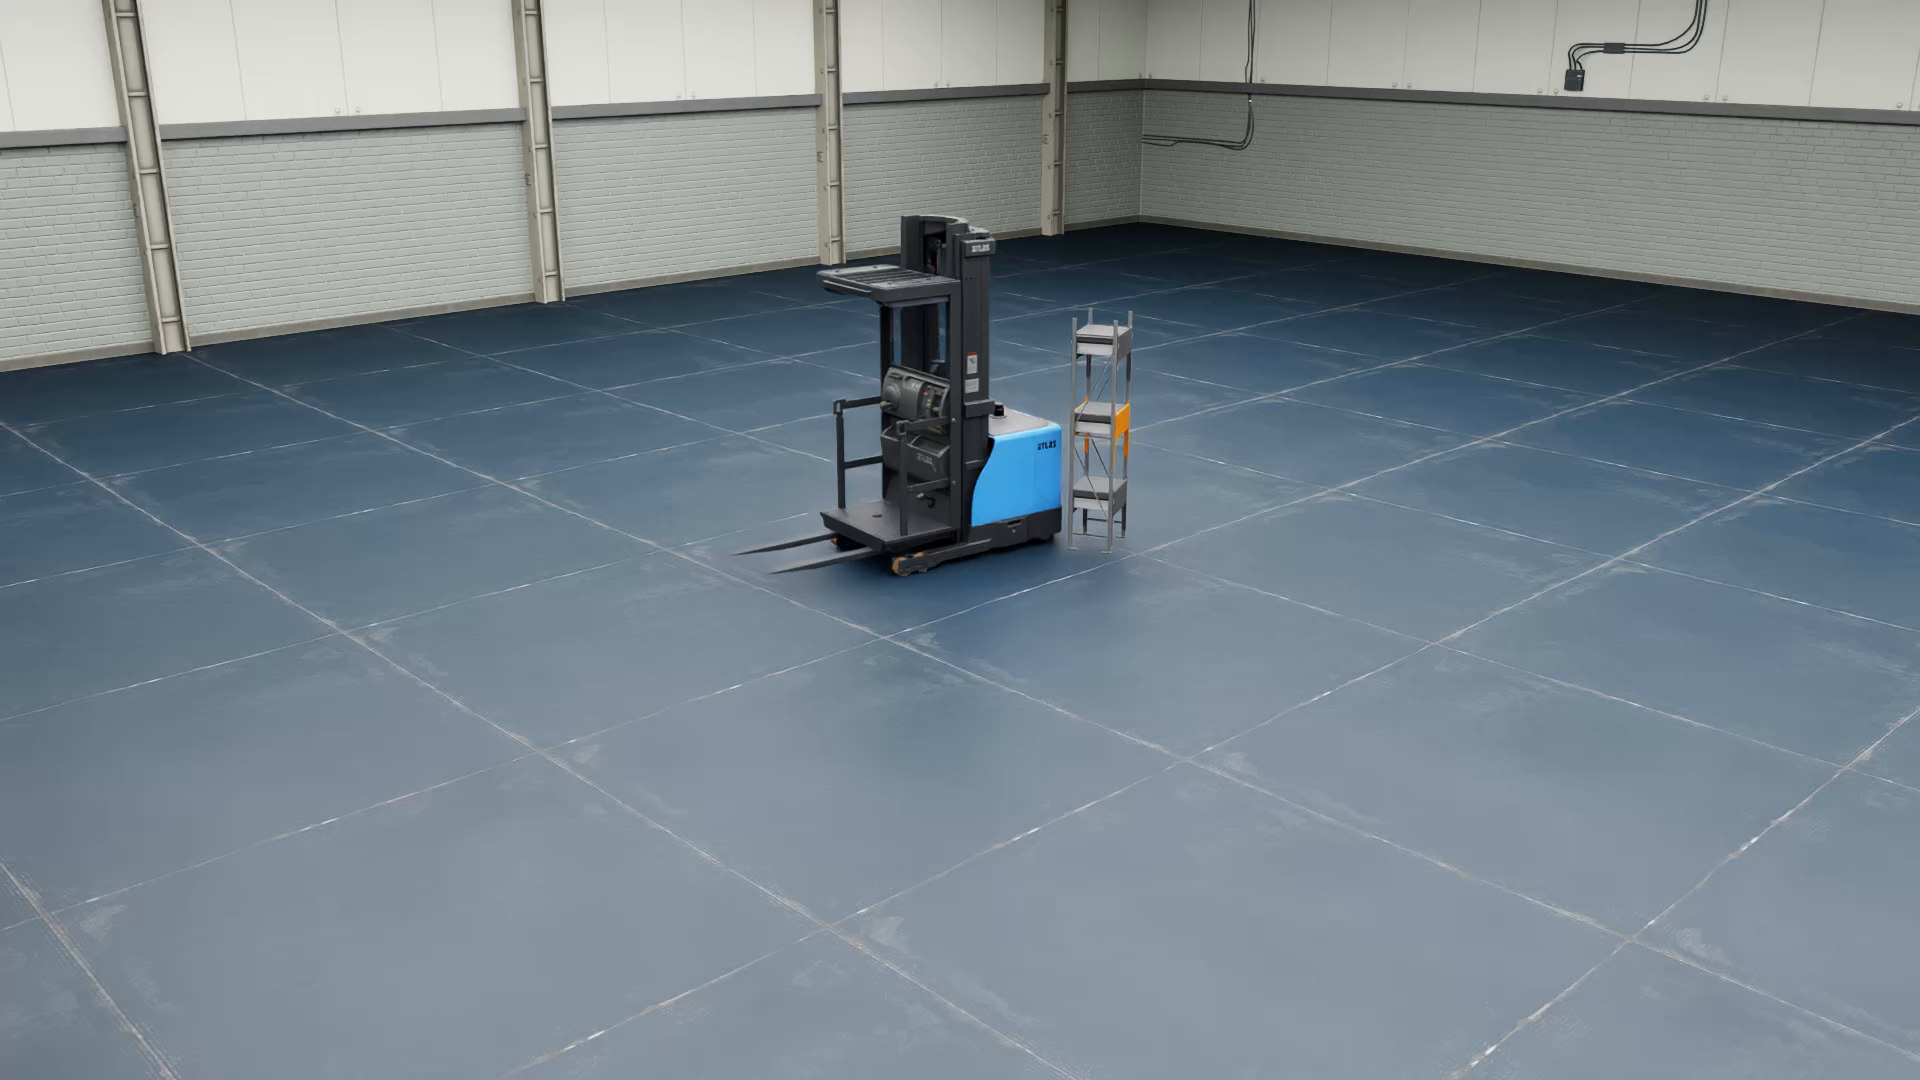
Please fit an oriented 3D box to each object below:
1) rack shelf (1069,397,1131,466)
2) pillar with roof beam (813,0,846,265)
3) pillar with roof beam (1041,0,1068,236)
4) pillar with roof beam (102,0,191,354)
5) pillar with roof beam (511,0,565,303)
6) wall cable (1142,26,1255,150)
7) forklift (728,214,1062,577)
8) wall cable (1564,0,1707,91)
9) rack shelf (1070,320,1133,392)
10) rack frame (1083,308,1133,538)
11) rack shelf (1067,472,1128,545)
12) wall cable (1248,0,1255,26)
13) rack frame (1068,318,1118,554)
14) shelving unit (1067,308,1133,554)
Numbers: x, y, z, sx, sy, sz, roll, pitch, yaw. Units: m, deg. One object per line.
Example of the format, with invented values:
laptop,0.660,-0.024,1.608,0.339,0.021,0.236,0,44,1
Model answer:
rack shelf,1.247,-0.955,14.836,0.431,0.518,0.480,7,19,19
pillar with roof beam,0.560,-8.530,26.969,0.400,9.000,9.100,-16,24,-41
pillar with roof beam,4.919,-9.802,30.890,0.400,9.000,9.100,-16,24,-41
pillar with roof beam,-8.160,-5.987,19.126,0.400,9.000,9.100,-16,24,-41
pillar with roof beam,-3.800,-7.259,23.048,0.400,9.000,9.100,-16,24,-41
wall cable,5.011,-9.617,35.356,0.112,2.526,3.097,-16,24,-41
forklift,-0.559,-1.264,14.396,3.031,2.935,1.130,-13,22,-34
wall cable,11.522,-10.581,27.781,0.169,6.003,2.305,-16,24,-41
rack shelf,1.247,-1.621,14.620,0.431,0.518,0.480,7,19,19
rack frame,1.332,-1.039,15.050,0.400,2.100,0.015,7,19,19
rack shelf,1.247,-0.289,15.052,0.431,0.518,0.480,7,19,19
wall cable,6.869,-11.413,32.707,0.112,2.526,3.097,-16,24,-41
rack frame,1.162,-0.898,14.614,0.400,2.100,0.015,7,19,19
shelving unit,1.247,-0.968,14.832,0.431,2.100,0.503,7,19,19
